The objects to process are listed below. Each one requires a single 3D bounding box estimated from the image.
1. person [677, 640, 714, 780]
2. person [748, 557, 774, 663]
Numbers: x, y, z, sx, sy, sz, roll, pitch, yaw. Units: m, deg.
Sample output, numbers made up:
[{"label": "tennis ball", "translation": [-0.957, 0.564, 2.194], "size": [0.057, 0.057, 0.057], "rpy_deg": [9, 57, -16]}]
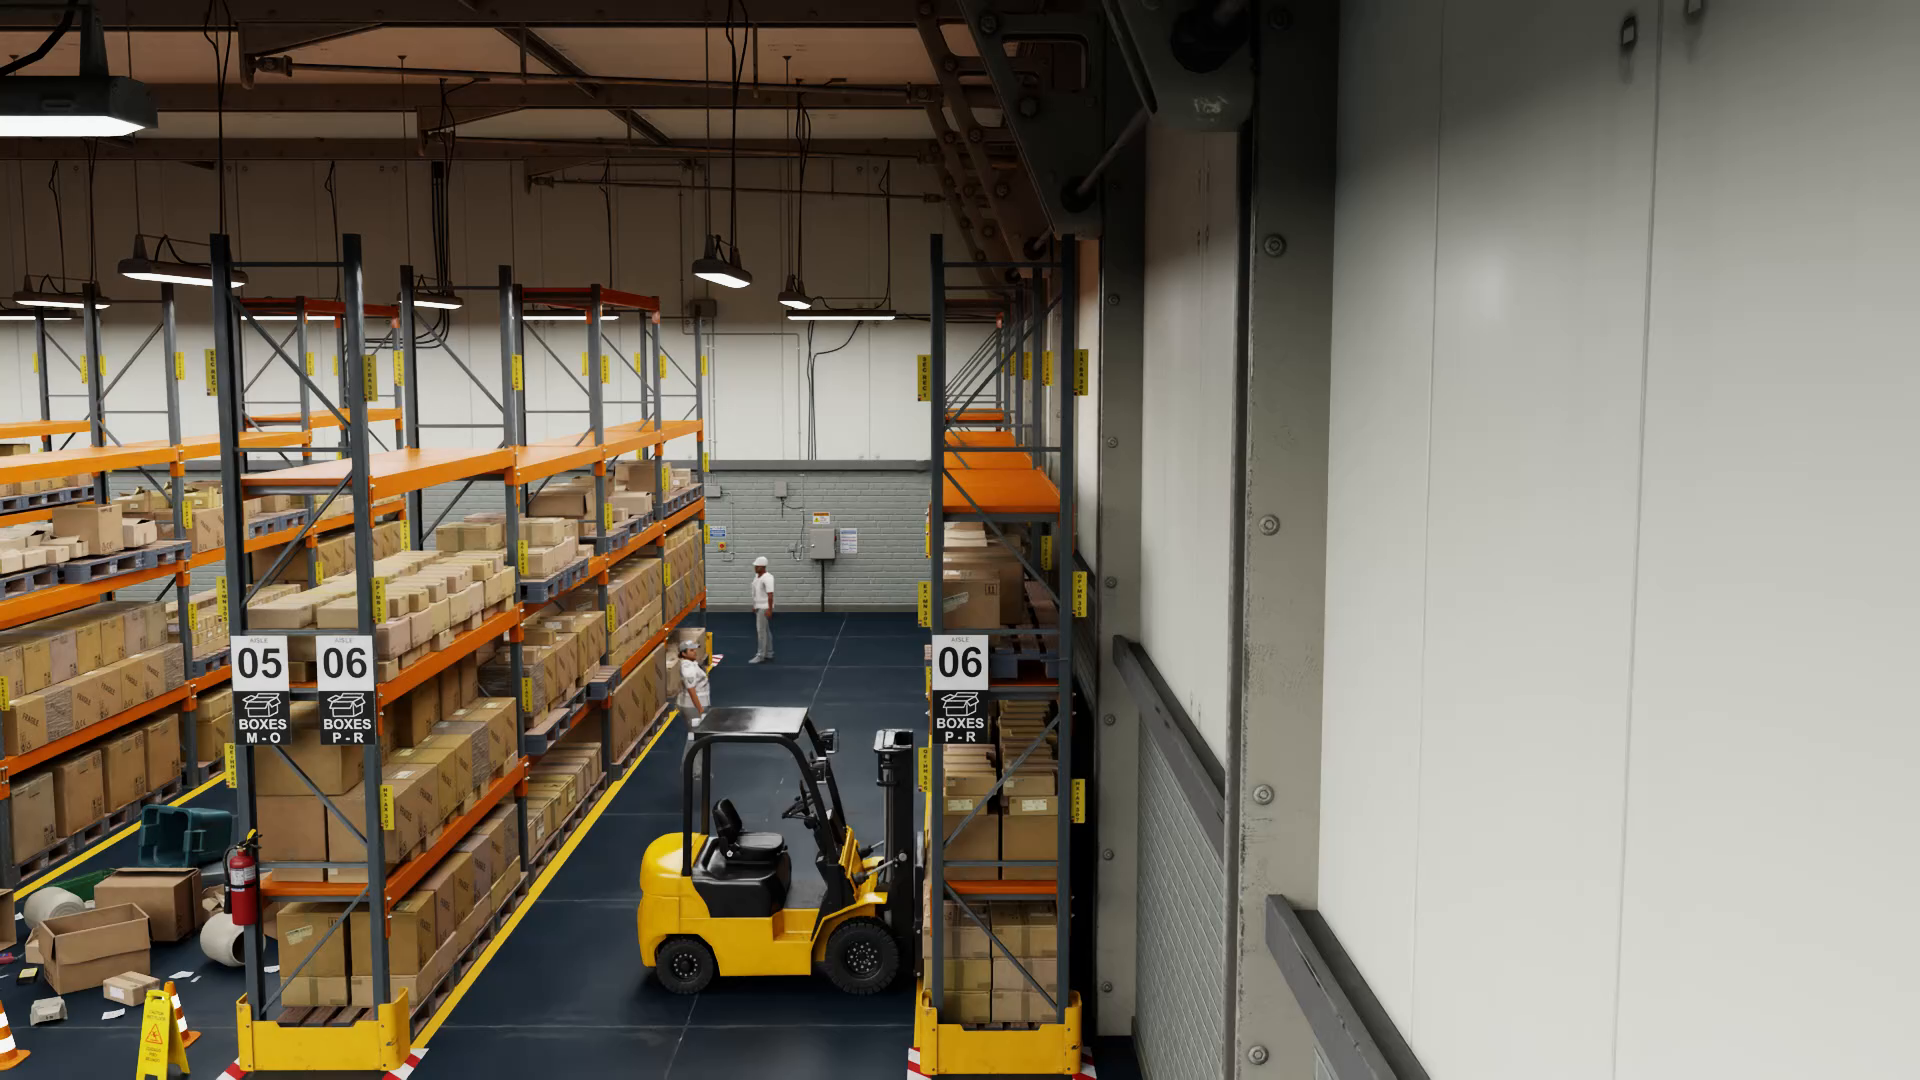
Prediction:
[{"label": "person", "translation": [-3.138, 2.021, 19.761], "size": [0.409, 1.675, 0.544], "rpy_deg": [-4, 7, -31]}, {"label": "person", "translation": [-3.434, 1.167, 28.343], "size": [0.511, 1.774, 0.621], "rpy_deg": [-3, 7, -22]}]
